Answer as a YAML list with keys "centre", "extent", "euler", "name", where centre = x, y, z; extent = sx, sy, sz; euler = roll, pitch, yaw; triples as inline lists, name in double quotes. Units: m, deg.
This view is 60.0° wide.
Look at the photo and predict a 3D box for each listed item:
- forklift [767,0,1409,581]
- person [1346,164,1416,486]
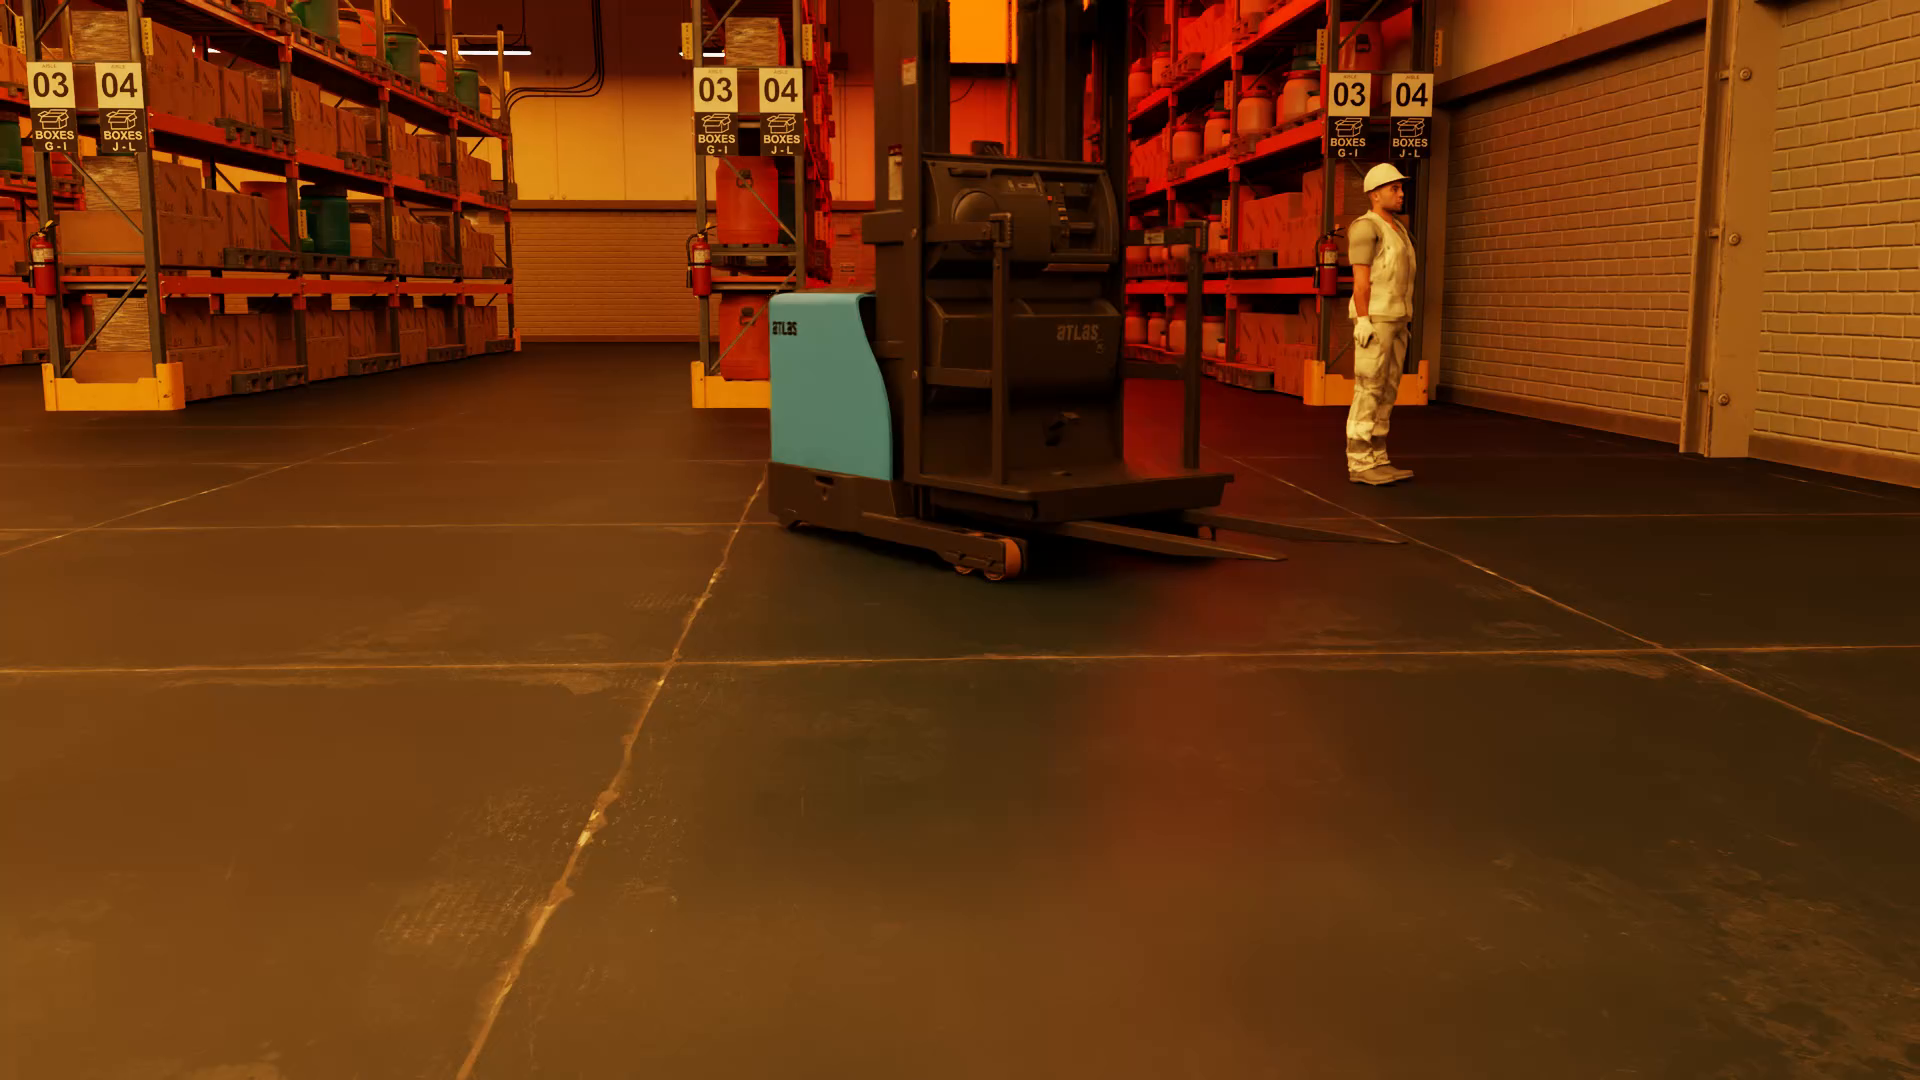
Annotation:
- centre: [0.392, -1.374, 6.585]
  extent: [1.130, 2.935, 3.031]
  euler: [-6, 10, -36]
  name: "forklift"
- centre: [2.414, -1.224, 9.459]
  extent: [0.358, 1.796, 0.532]
  euler: [6, 10, 36]
  name: "person"
